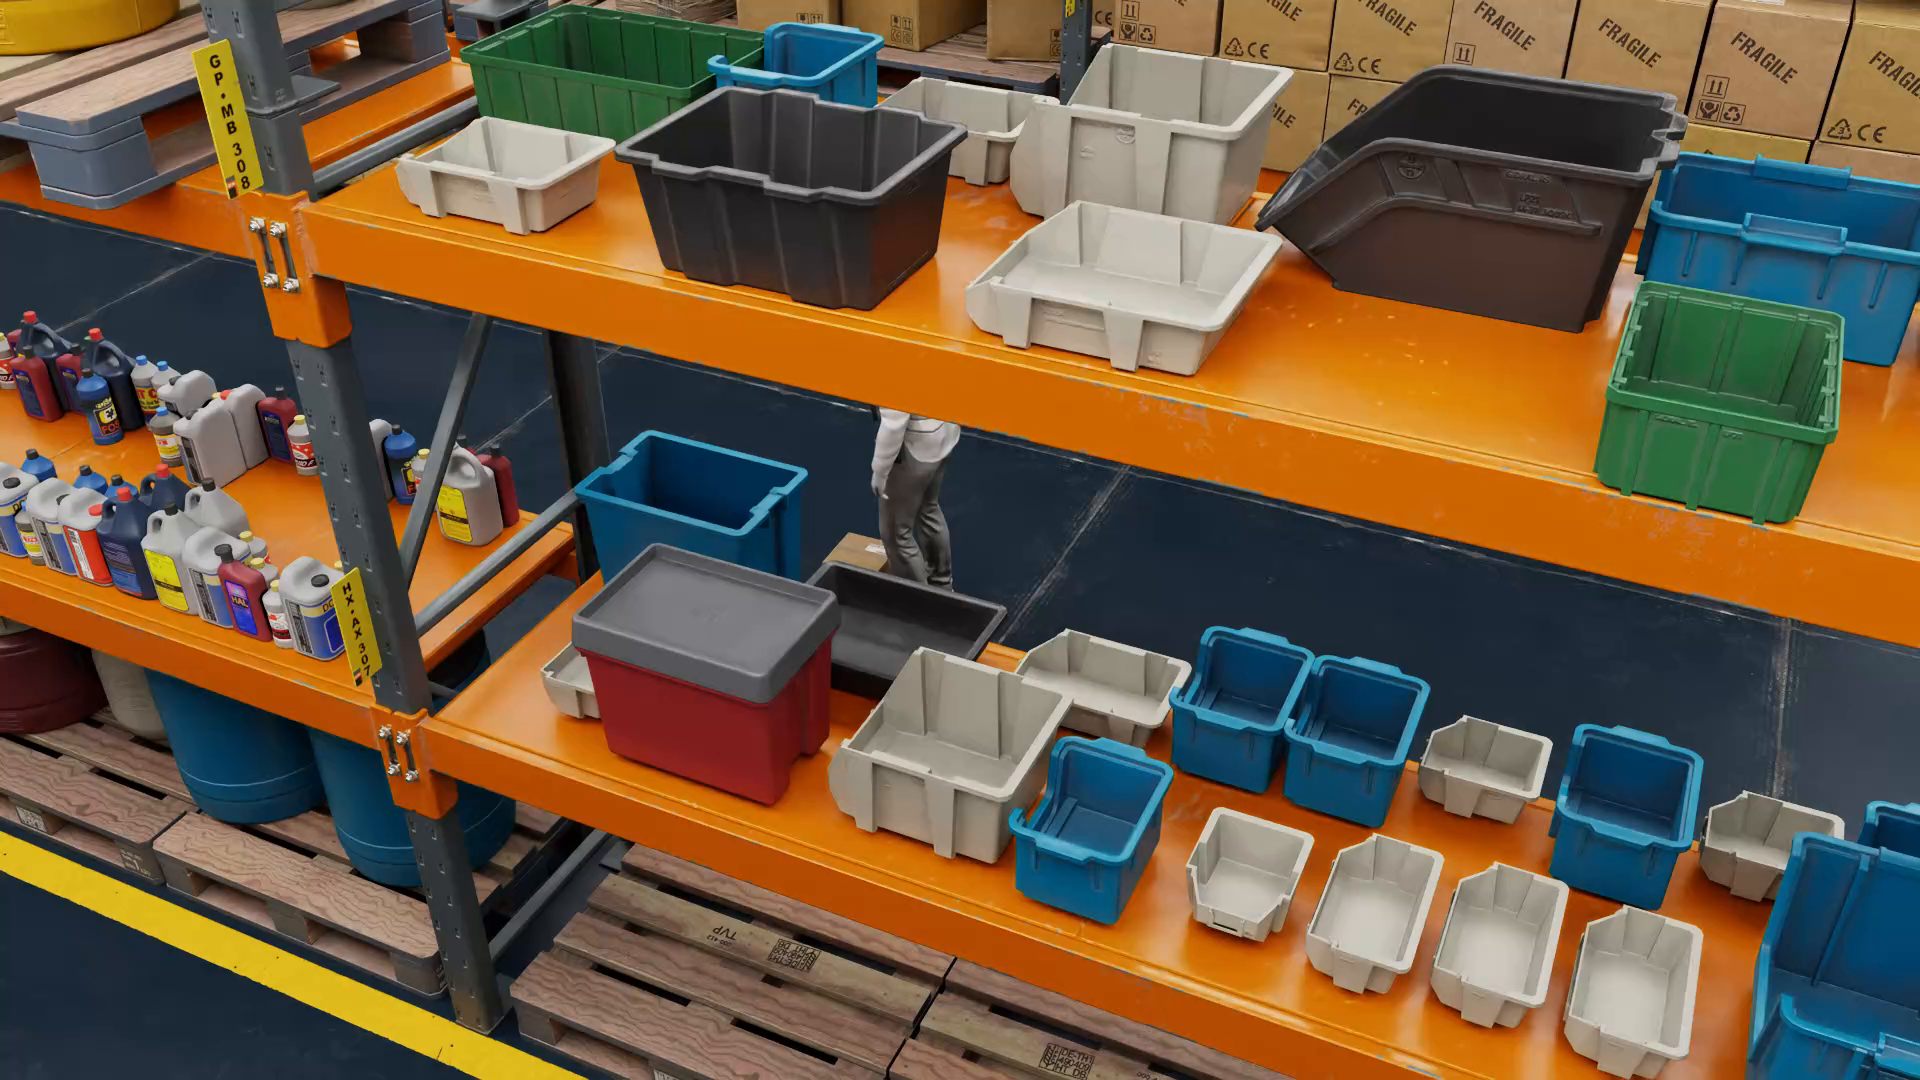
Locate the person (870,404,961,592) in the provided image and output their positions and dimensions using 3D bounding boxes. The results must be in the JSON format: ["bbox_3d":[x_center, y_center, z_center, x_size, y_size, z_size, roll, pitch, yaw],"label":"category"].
[{"bbox_3d":[-0.204,-0.375,6.696,0.379,1.663,0.536,14,36,20],"label":"person"}]
